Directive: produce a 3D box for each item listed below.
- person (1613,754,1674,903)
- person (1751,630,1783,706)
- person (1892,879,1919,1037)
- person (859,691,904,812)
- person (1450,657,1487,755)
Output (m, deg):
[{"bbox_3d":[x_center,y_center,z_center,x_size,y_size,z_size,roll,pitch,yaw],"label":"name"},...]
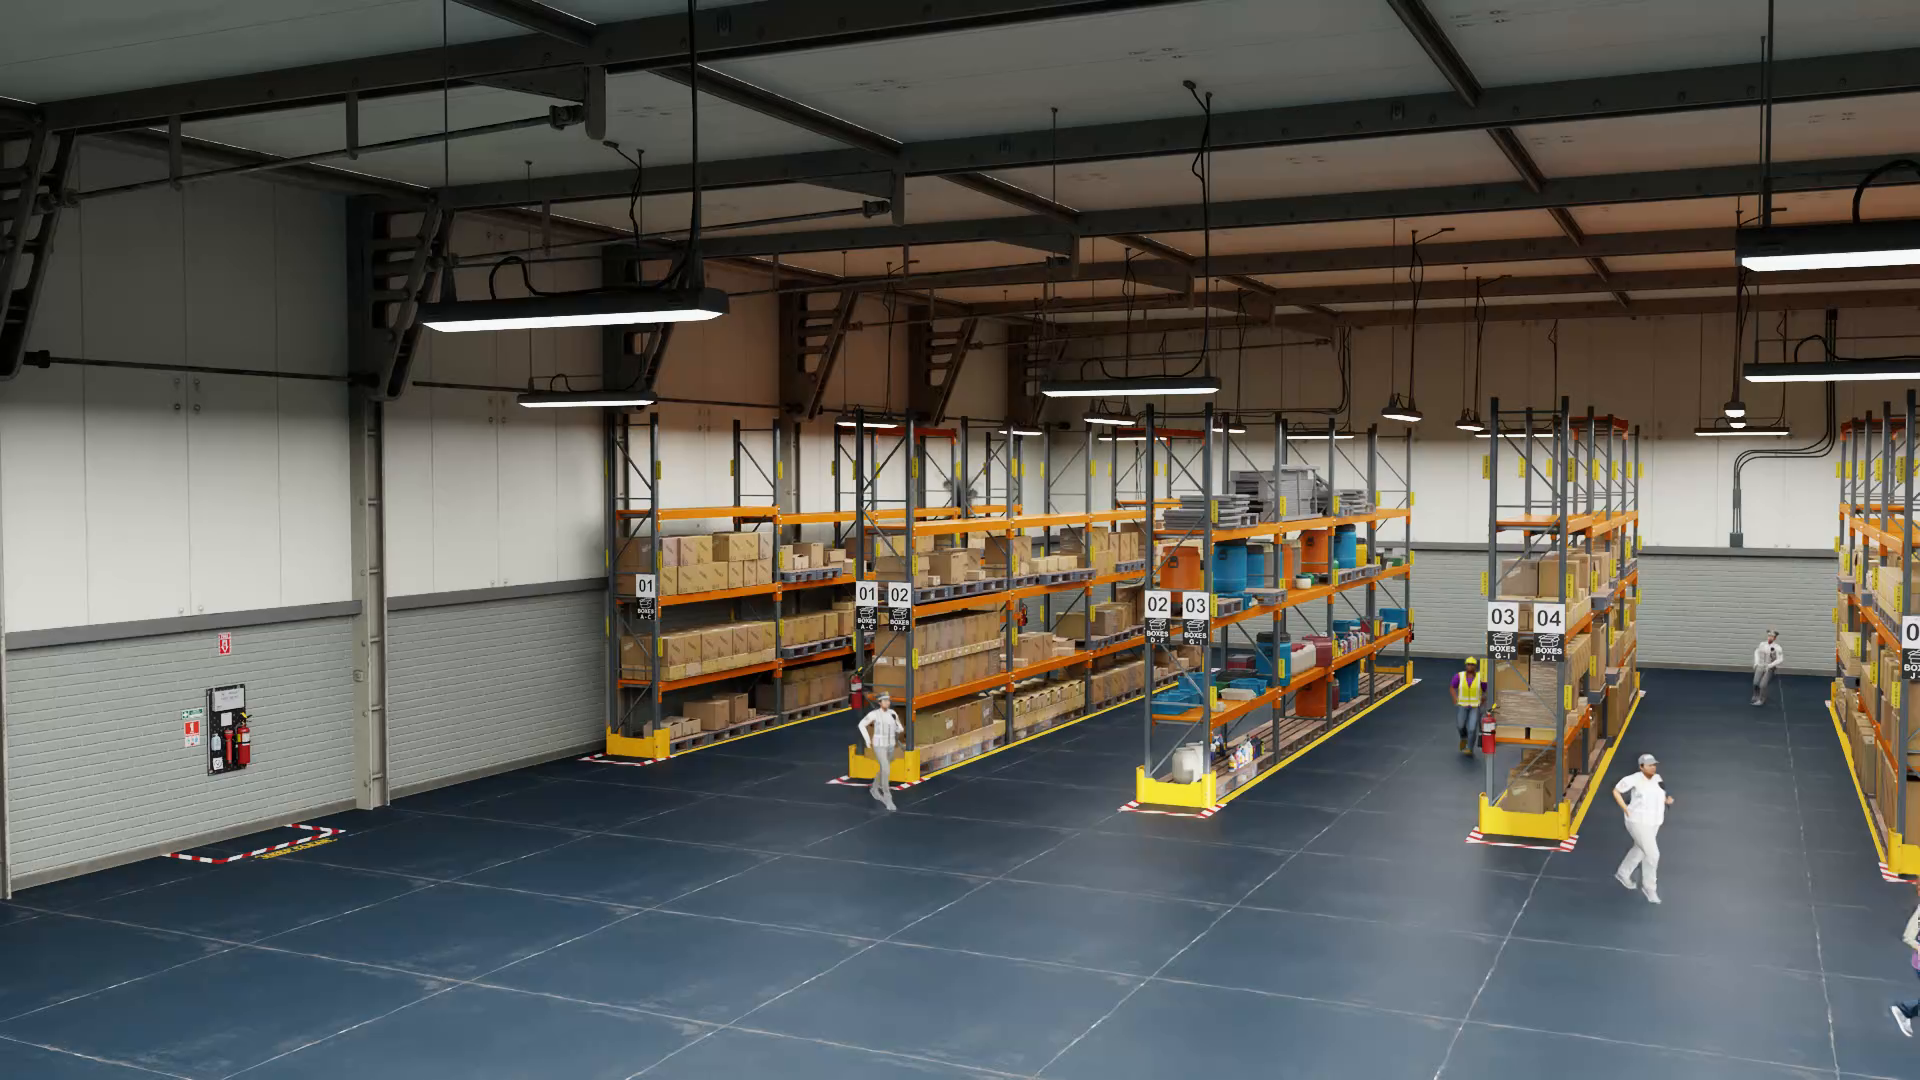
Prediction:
[{"bbox_3d":[8.036,3.363,19.554,0.576,1.735,0.762,-1,3,-27],"label":"person"},{"bbox_3d":[17.041,2.705,35.152,0.655,1.632,0.495,2,3,43],"label":"person"},{"bbox_3d":[8.235,3.626,14.170,0.538,1.549,0.608,-2,3,-36],"label":"person"},{"bbox_3d":[-1.136,3.105,24.717,0.587,1.740,0.792,-2,3,-39],"label":"person"},{"bbox_3d":[8.923,2.909,29.131,0.676,1.720,0.571,1,3,21],"label":"person"}]
